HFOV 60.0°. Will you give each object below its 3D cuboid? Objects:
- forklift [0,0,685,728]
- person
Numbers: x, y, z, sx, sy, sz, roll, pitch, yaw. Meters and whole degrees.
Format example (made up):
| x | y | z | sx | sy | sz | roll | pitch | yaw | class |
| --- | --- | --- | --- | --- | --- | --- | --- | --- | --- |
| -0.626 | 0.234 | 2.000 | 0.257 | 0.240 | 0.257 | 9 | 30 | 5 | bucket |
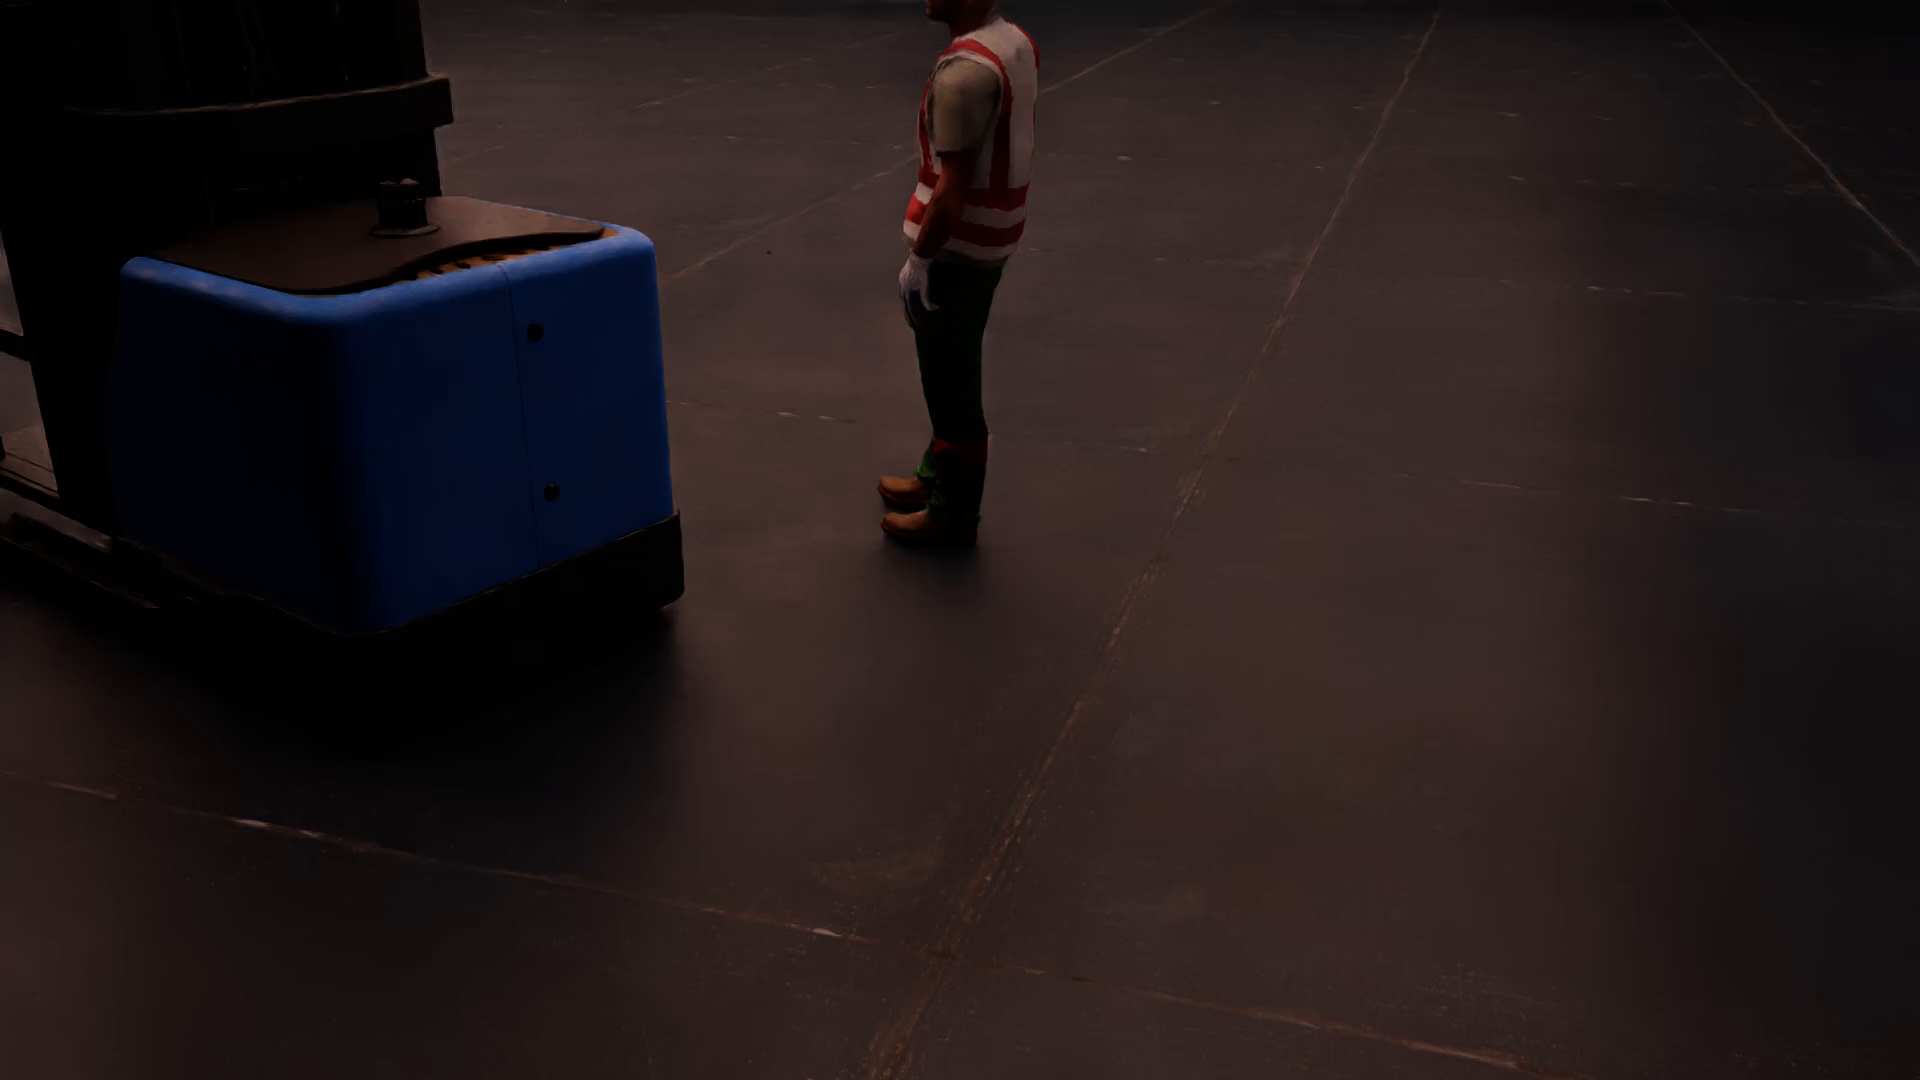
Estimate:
| x | y | z | sx | sy | sz | roll | pitch | yaw | class |
| --- | --- | --- | --- | --- | --- | --- | --- | --- | --- |
| -2.239 | -1.343 | 4.532 | 3.031 | 2.935 | 1.130 | 16 | 27 | 34 | forklift |
| -0.073 | -0.847 | 4.808 | 0.563 | 1.787 | 0.637 | 7 | 23 | 16 | person |
